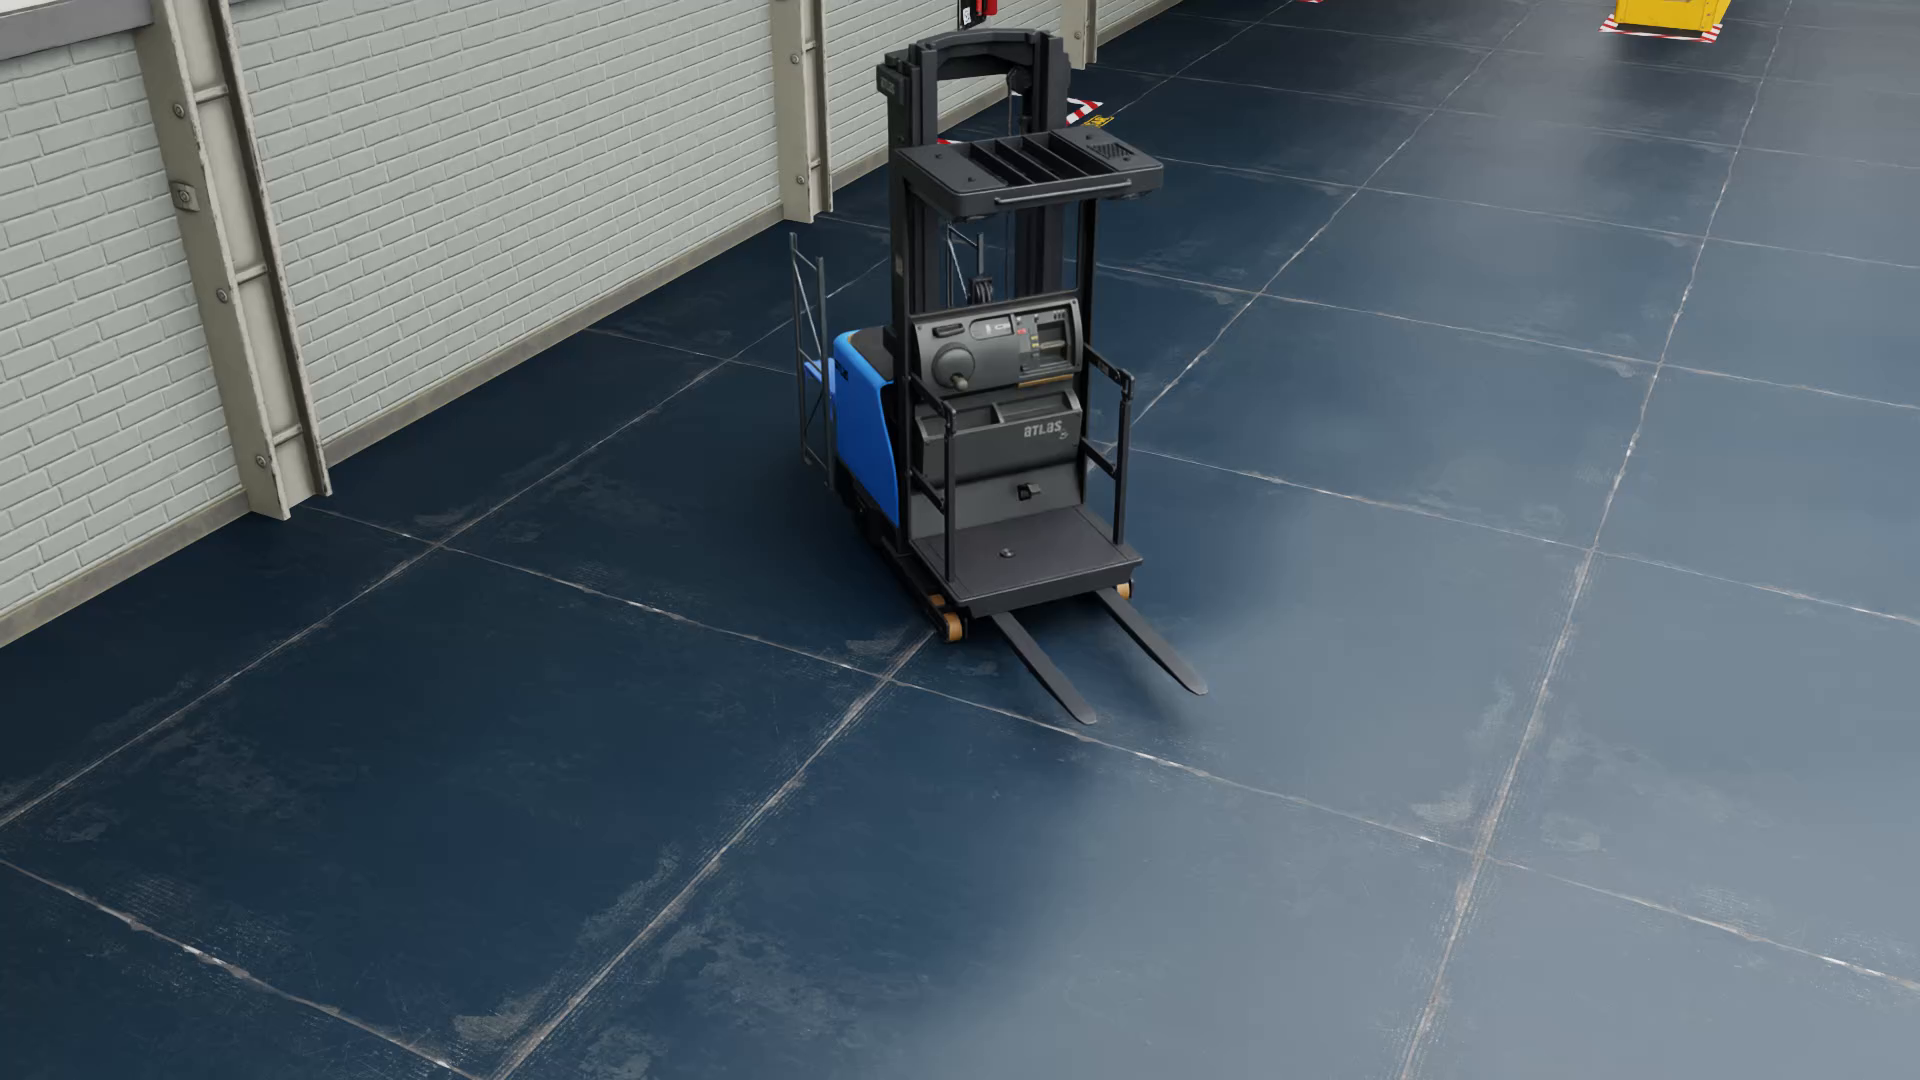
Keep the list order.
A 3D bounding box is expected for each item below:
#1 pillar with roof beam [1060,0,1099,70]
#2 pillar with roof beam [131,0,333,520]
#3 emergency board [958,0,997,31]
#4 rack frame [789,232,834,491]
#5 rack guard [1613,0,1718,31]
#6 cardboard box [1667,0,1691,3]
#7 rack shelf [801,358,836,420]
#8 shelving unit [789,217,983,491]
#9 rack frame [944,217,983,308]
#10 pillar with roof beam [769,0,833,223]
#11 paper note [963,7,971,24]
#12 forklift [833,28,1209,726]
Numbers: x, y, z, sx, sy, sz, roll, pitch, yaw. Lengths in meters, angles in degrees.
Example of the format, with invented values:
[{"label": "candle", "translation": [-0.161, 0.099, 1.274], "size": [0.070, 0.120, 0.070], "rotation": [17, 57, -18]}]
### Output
[{"label": "pillar with roof beam", "translation": [5.207, -8.484, 15.487], "size": [9.100, 9.000, 0.400], "rotation": [14, 33, 23]}, {"label": "pillar with roof beam", "translation": [-0.260, -3.164, 6.224], "size": [9.100, 9.000, 0.400], "rotation": [14, 33, 23]}, {"label": "emergency board", "translation": [0.215, -5.772, 16.789], "size": [0.194, 1.169, 0.643], "rotation": [14, 33, 23]}, {"label": "rack frame", "translation": [-0.899, -1.072, 10.105], "size": [0.032, 1.500, 0.500], "rotation": [-13, 32, -21]}, {"label": "rack guard", "translation": [8.959, -6.796, 21.082], "size": [1.175, 0.500, 0.348], "rotation": [14, 33, 23]}, {"label": "cardboard box", "translation": [9.413, -7.067, 21.384], "size": [0.500, 0.250, 0.500], "rotation": [14, 33, 23]}, {"label": "rack shelf", "translation": [-0.437, -1.021, 10.378], "size": [1.000, 0.185, 0.538], "rotation": [-13, 32, -21]}, {"label": "shelving unit", "translation": [-0.438, -1.178, 10.290], "size": [1.048, 1.500, 0.538], "rotation": [-13, 32, -21]}, {"label": "rack frame", "translation": [0.024, -1.285, 10.475], "size": [0.032, 1.500, 0.500], "rotation": [-13, 32, -21]}, {"label": "pillar with roof beam", "translation": [2.473, -5.824, 10.856], "size": [9.100, 9.000, 0.400], "rotation": [14, 33, 23]}, {"label": "paper note", "translation": [0.072, -5.327, 16.899], "size": [0.016, 0.148, 0.142], "rotation": [14, 33, 23]}, {"label": "forklift", "translation": [0.295, -0.969, 8.493], "size": [1.130, 2.935, 3.031], "rotation": [-12, 32, -20]}]
